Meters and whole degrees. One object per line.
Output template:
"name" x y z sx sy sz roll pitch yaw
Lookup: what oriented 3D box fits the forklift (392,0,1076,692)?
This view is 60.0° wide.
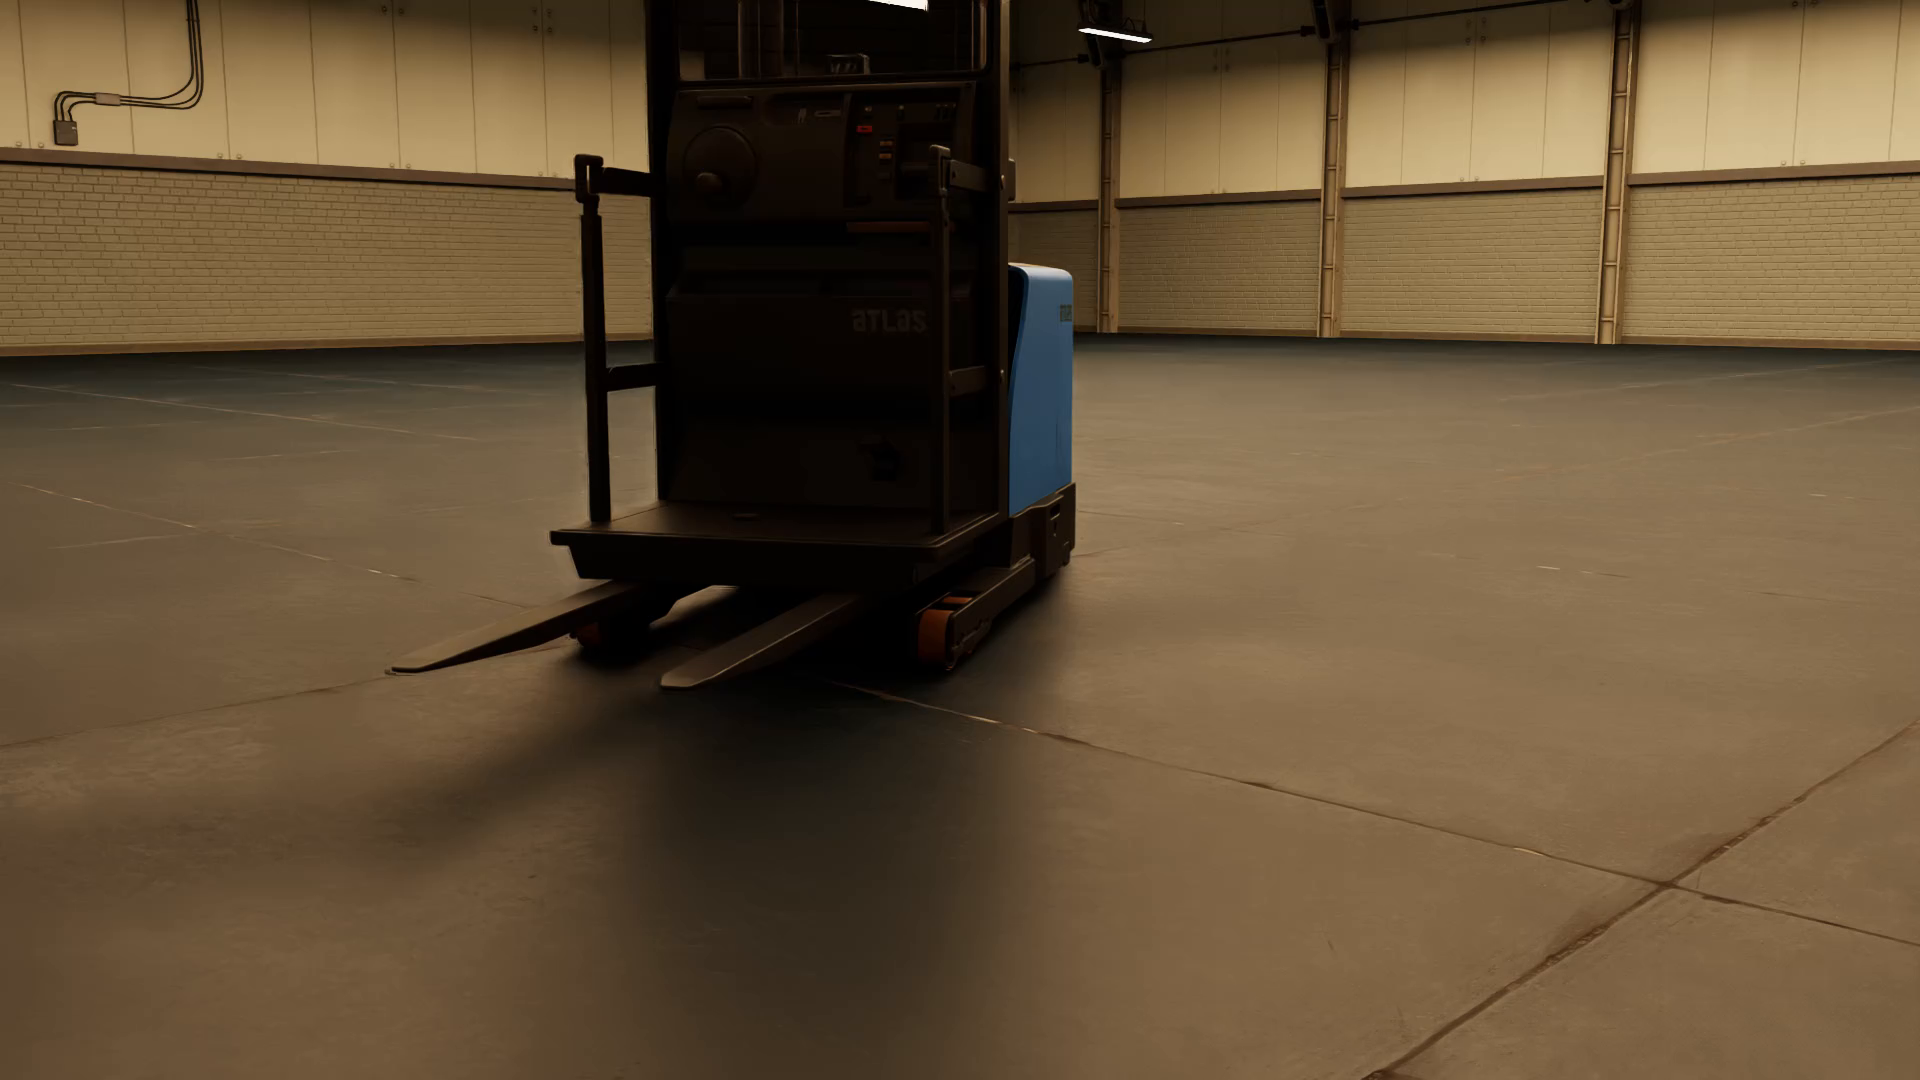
"forklift" -0.462 -1.167 4.622 1.130 2.935 3.031 2 9 15
